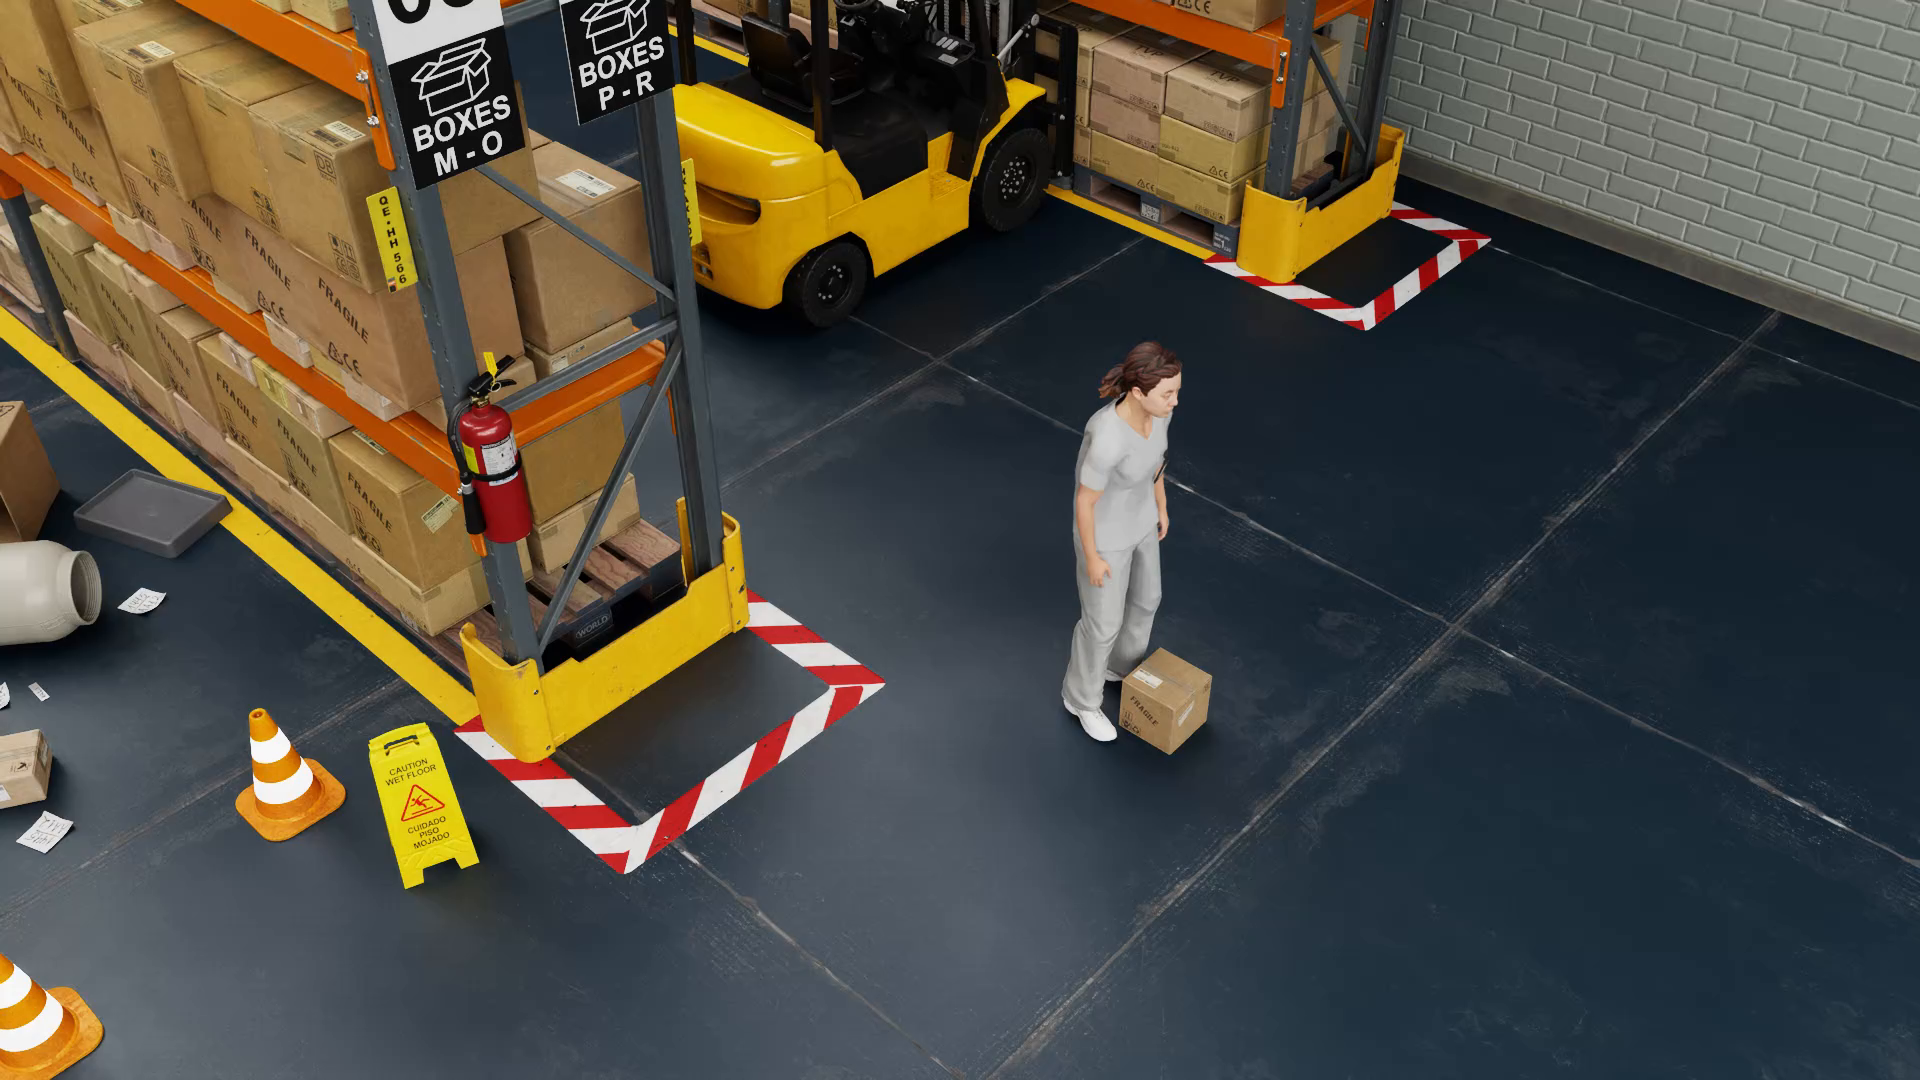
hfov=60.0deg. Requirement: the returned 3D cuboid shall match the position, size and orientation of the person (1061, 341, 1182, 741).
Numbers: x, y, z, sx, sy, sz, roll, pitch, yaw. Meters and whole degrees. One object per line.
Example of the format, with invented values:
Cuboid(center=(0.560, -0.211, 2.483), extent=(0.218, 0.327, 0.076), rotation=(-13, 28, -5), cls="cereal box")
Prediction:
Cuboid(center=(0.608, -0.020, 6.181), extent=(0.359, 1.672, 0.488), rotation=(29, 47, 30), cls="person")
